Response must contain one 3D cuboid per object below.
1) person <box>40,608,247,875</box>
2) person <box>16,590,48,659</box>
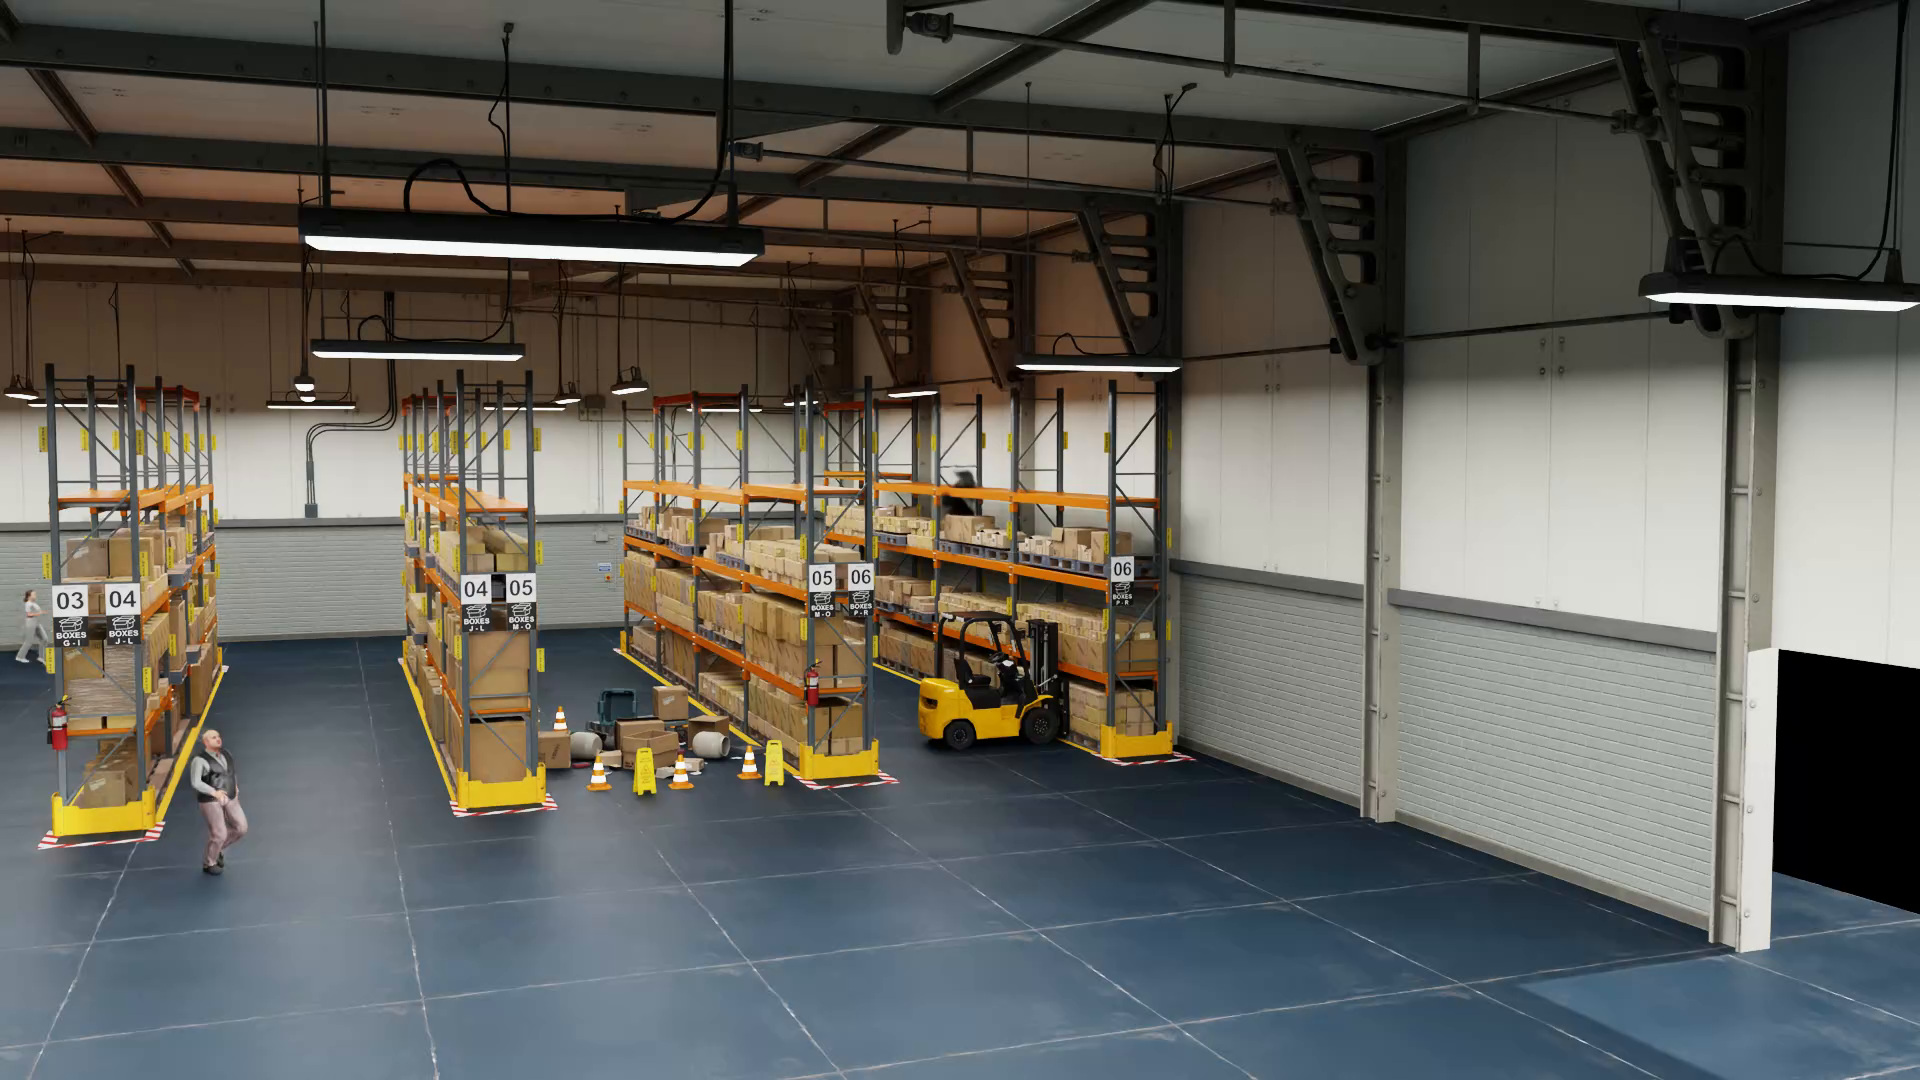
[{"bbox_3d":[-14.582,2.622,28.286,18.362,1.456,12.683,1,4,22],"label":"person"},{"bbox_3d":[-20.867,1.901,37.406,0.707,1.574,0.549,0,3,-6],"label":"person"}]
